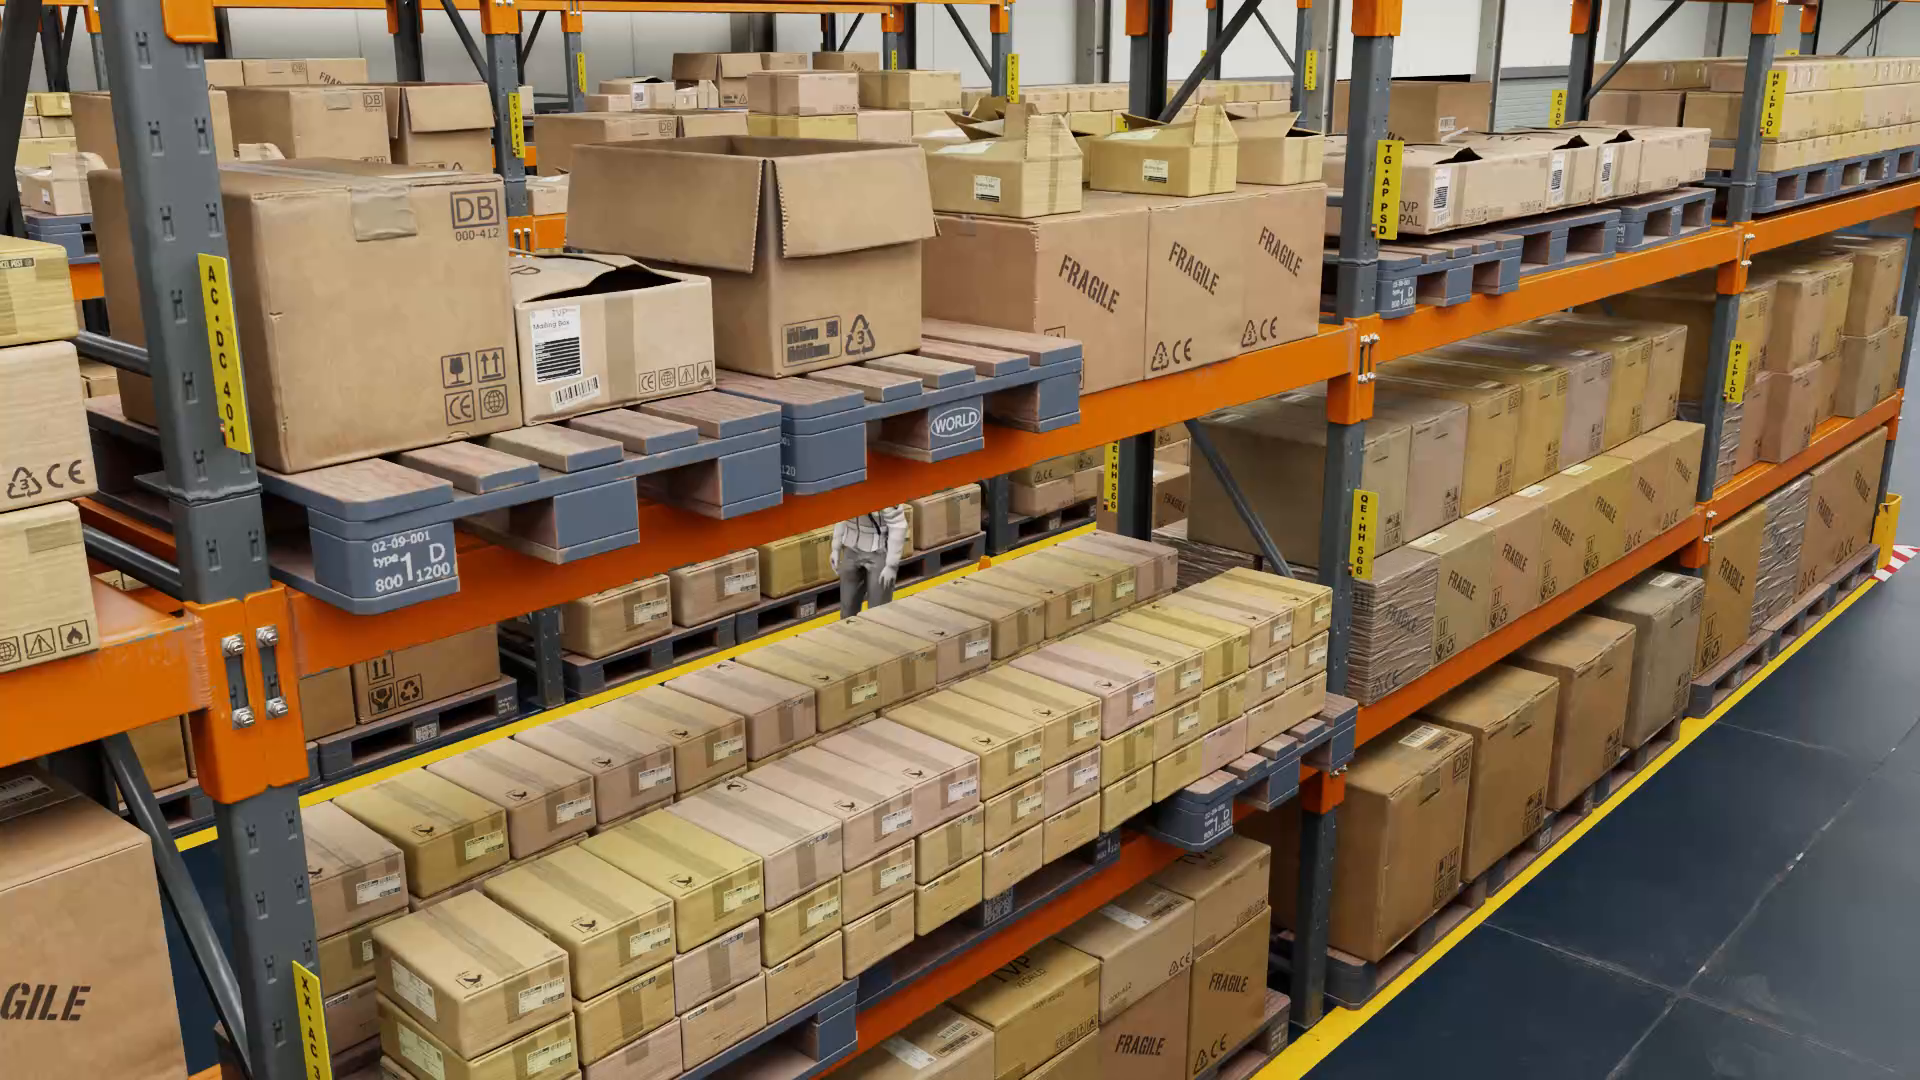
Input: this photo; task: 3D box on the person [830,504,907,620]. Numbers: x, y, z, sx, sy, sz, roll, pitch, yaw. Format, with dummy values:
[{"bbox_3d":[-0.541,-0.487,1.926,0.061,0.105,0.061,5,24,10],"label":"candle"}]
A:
[{"bbox_3d":[-0.537,0.109,9.681,0.529,1.664,0.371,15,22,40],"label":"person"}]
